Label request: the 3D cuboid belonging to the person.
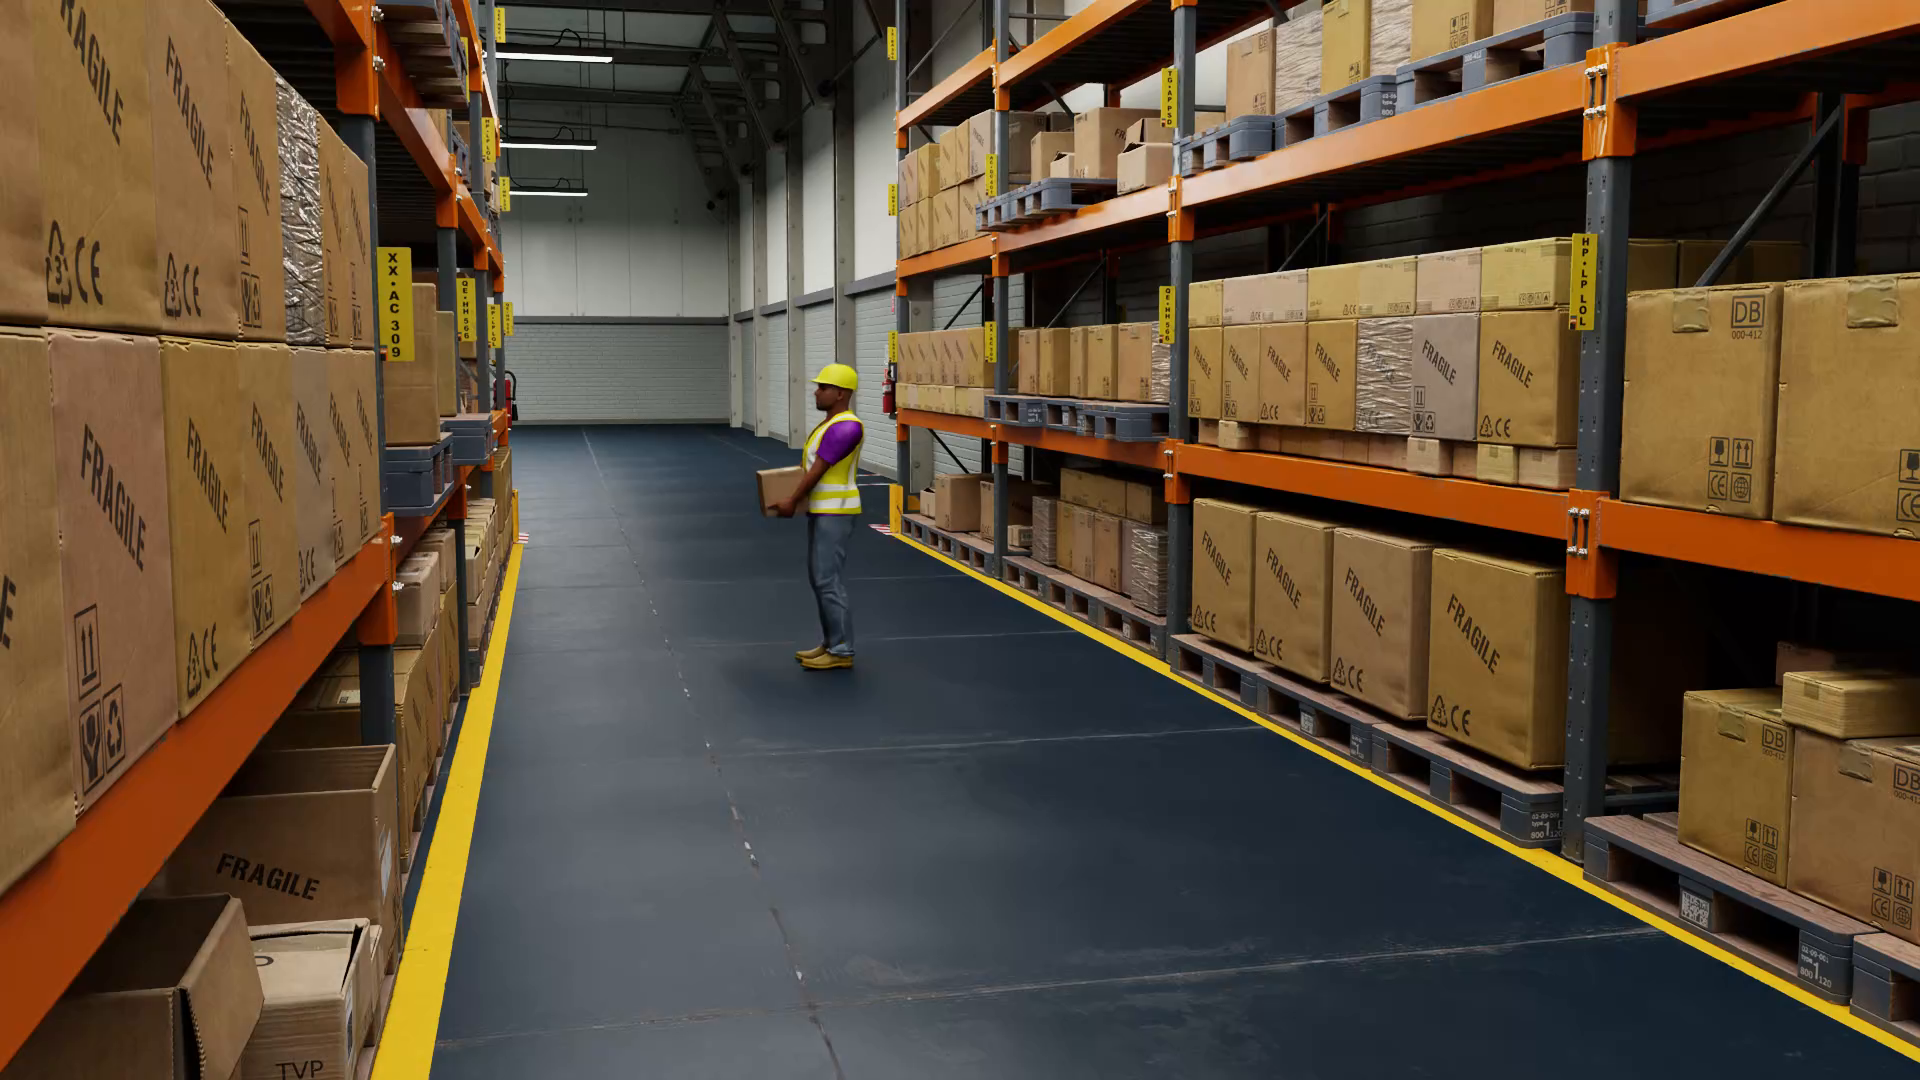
[{"bbox_3d":[-0.852,-0.139,9.673,0.578,1.760,0.504,-1,6,-13],"label":"person"}]
